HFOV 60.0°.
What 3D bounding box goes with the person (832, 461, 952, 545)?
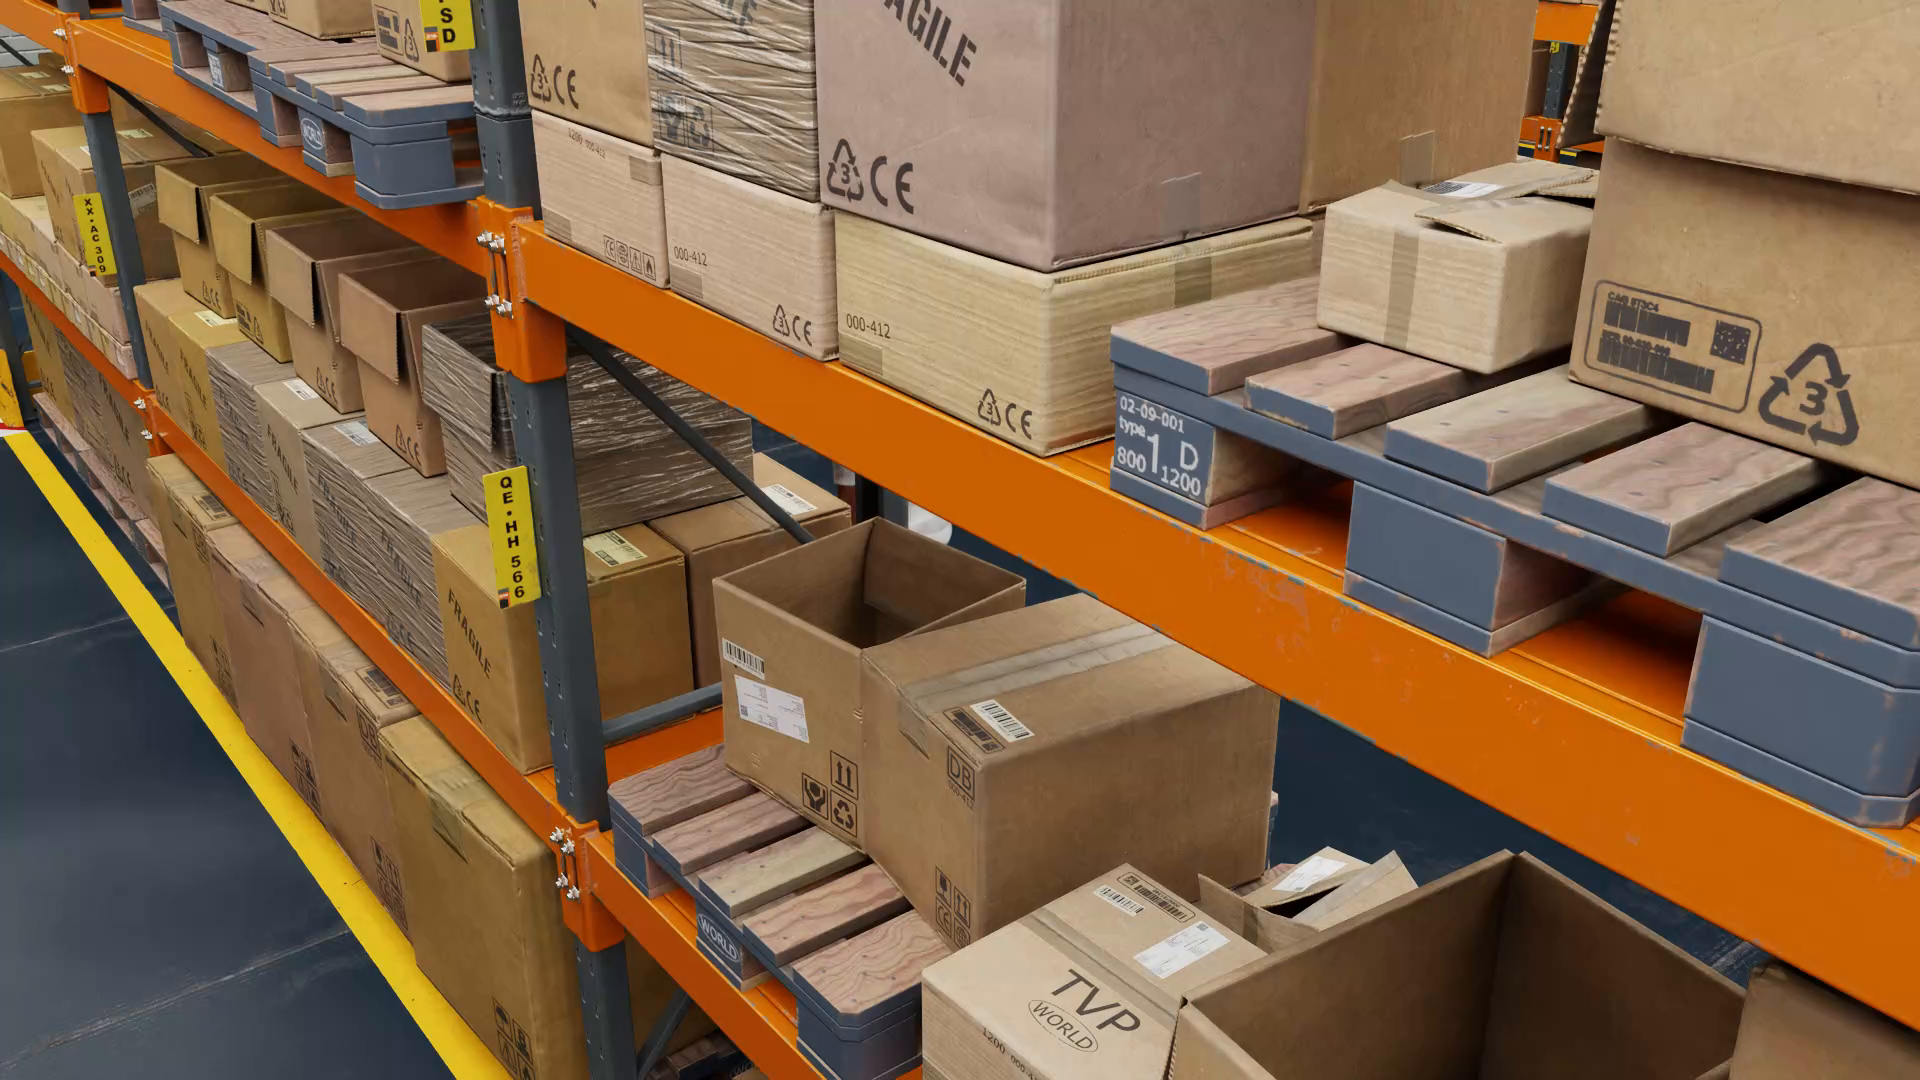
[{"bbox_3d":[-0.276,-0.014,6.624,0.616,1.772,0.452,-20,31,-36],"label":"person"}]
